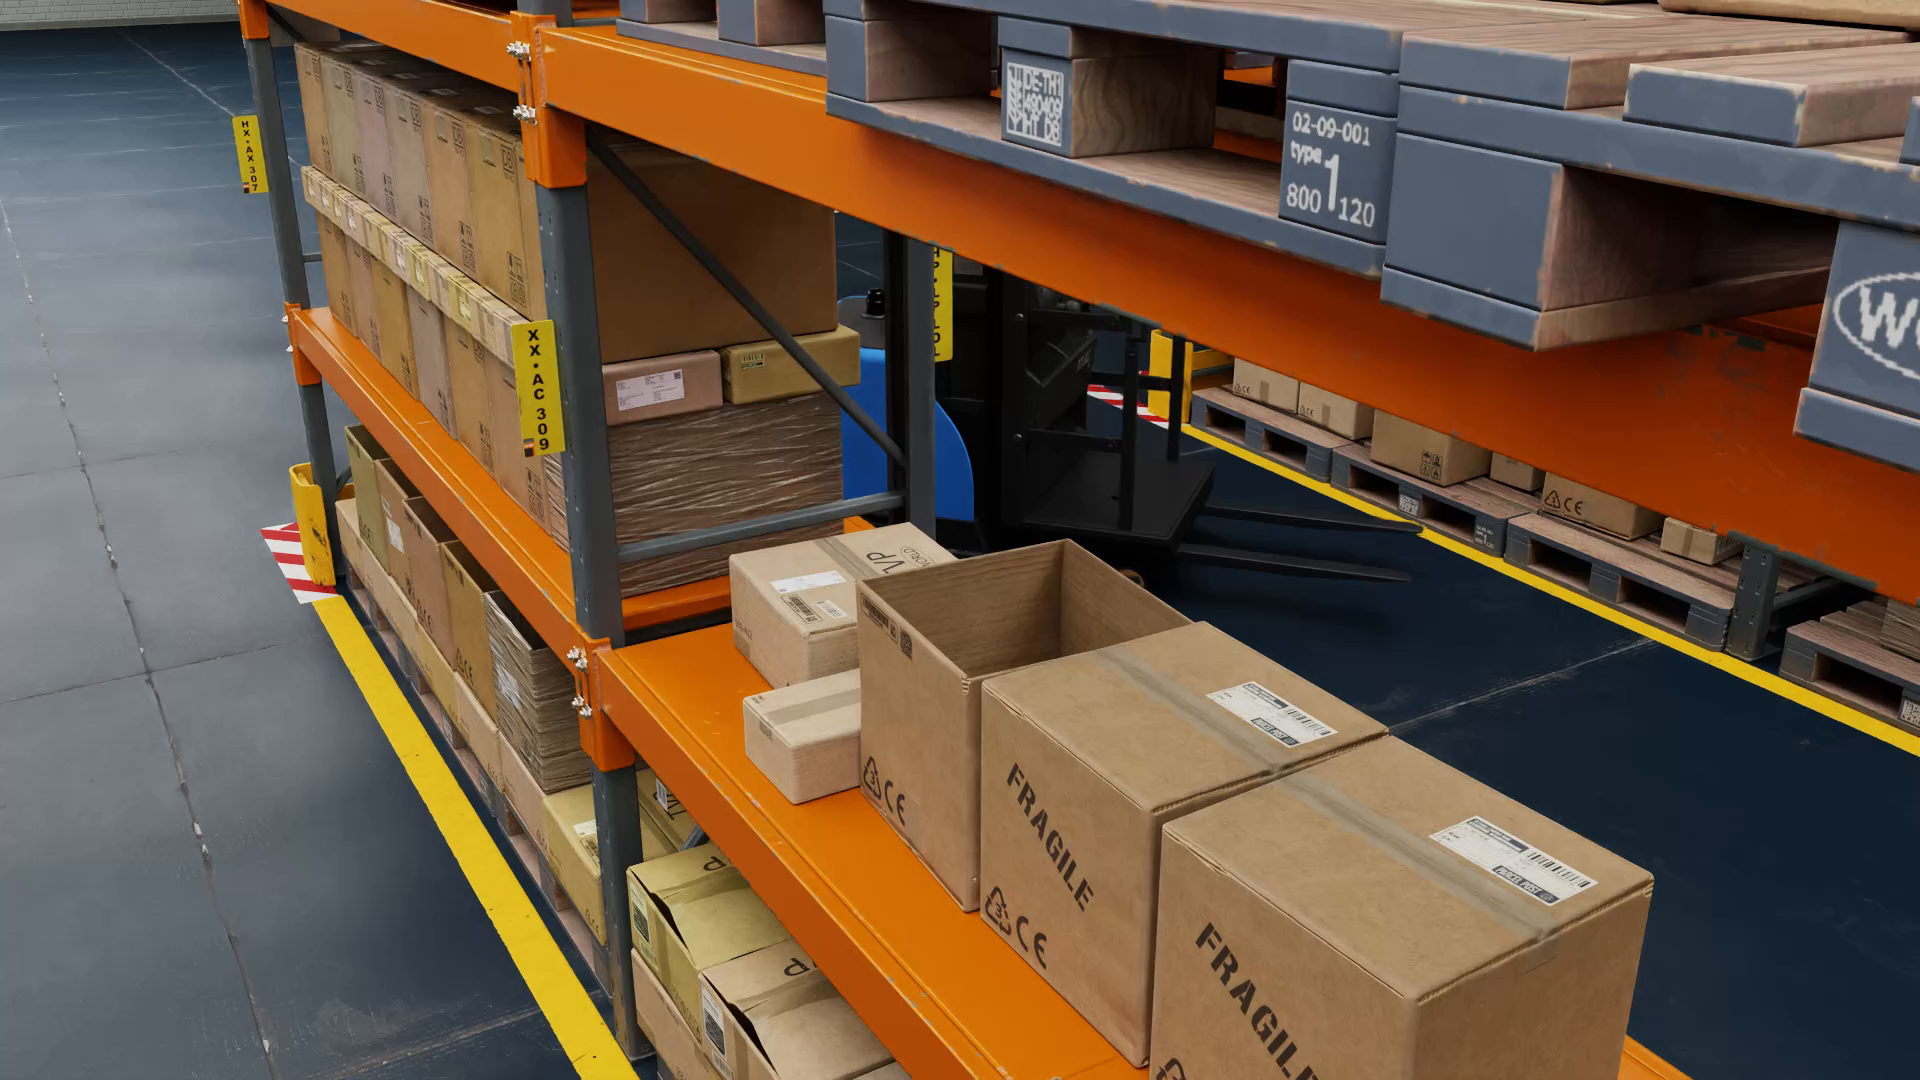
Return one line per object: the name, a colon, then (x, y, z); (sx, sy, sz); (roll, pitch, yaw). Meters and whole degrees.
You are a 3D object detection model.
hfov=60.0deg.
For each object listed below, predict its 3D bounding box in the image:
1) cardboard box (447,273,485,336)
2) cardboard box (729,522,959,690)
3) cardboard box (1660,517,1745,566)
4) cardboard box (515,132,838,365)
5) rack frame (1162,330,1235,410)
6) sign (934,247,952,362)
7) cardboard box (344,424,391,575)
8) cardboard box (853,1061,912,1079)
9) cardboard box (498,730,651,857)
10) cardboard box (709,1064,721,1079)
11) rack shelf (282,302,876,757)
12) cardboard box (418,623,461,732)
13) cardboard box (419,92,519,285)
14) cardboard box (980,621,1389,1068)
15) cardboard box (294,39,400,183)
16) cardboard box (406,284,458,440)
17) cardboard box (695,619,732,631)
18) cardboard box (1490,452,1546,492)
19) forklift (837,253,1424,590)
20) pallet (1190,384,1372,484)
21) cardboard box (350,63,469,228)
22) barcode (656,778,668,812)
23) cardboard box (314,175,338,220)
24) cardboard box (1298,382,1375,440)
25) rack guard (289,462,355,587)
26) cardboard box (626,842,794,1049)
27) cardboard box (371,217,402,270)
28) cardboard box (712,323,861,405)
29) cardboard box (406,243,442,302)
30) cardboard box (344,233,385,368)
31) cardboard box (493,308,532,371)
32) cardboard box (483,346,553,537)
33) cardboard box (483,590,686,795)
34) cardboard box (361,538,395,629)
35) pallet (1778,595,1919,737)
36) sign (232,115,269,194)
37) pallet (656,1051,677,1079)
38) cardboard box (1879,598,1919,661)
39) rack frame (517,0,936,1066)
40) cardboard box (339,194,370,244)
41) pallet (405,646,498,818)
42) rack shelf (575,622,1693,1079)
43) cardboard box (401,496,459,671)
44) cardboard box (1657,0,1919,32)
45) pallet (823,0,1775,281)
cardboard box: (-1.368, -0.752, 5.183); (0.380, 0.149, 0.250); (-13, 25, -28)
cardboard box: (-0.237, 0.192, 4.054); (0.500, 0.250, 0.500); (-11, 25, -25)
cardboard box: (3.431, -0.041, 7.607); (0.380, 0.166, 0.250); (-17, 27, -35)
cardboard box: (-0.759, -0.818, 4.485); (0.700, 0.500, 0.500); (-12, 25, -28)
rack frame: (1.687, -2.277, 9.930); (1.000, 3.000, 0.127); (-13, 25, -28)
sign: (-0.065, -0.635, 4.459); (0.100, 0.325, 0.005); (-13, 25, -28)
cardboard box: (-2.230, -0.213, 6.951); (0.500, 0.500, 0.500); (-13, 25, -28)
cardboard box: (-0.013, 1.303, 3.471); (0.500, 0.311, 0.500); (-14, 26, -30)
cardboard box: (-1.198, 0.779, 5.505); (0.500, 0.250, 0.500); (-13, 25, -28)
cardboard box: (-0.273, 1.395, 3.990); (0.500, 0.250, 0.500); (-12, 25, -27)
rack shelf: (-1.548, -0.342, 6.126); (1.077, 0.370, 4.000); (-13, 25, -28)
cardboard box: (-1.722, 0.458, 6.294); (0.500, 0.250, 0.500); (-13, 25, -28)
cardboard box: (-1.273, -1.144, 5.286); (0.700, 0.500, 0.500); (-13, 25, -28)
cardboard box: (0.377, 0.510, 2.941); (0.500, 0.500, 0.500); (-13, 25, -28)
cardboard box: (-2.315, -1.800, 6.900); (0.700, 0.500, 0.500); (-13, 25, -28)
cardboard box: (-1.549, -0.715, 5.955); (0.700, 0.500, 0.500); (-12, 25, -27)
cardboard box: (-0.494, 0.493, 5.212); (0.500, 0.500, 0.500); (-13, 25, -28)
cardboard box: (2.930, -0.387, 8.482); (0.380, 0.149, 0.250); (-15, 26, -32)
forklift: (0.655, -1.280, 7.569); (3.031, 2.935, 1.130); (7, 23, 18)
pallet: (2.110, -0.691, 9.731); (1.003, 0.211, 1.213); (-13, 25, -28)
cardboard box: (-1.784, -1.467, 6.083); (0.700, 0.500, 0.500); (-12, 25, -28)
barcode: (-0.754, 0.644, 4.204); (0.001, 0.075, 0.075); (-13, 25, -28)
cardboard box: (-2.417, -1.417, 6.819); (0.380, 0.149, 0.250); (-13, 26, -30)
cardboard box: (2.254, -0.810, 9.306); (0.500, 0.311, 0.500); (-10, 24, -24)
rack guard: (-2.582, -0.173, 8.073); (1.175, 0.500, 0.348); (-13, 25, -28)
cardboard box: (-0.529, 0.973, 4.283); (0.500, 0.311, 0.500); (-13, 25, -28)
cardboard box: (-1.895, -1.085, 6.003); (0.380, 0.149, 0.250); (-13, 25, -29)
cardboard box: (-0.497, -0.499, 4.562); (0.380, 0.149, 0.250); (-13, 25, -28)
cardboard box: (-1.635, -0.919, 5.594); (0.380, 0.149, 0.250); (-12, 25, -27)
cardboard box: (-2.070, -1.047, 6.770); (0.700, 0.500, 0.500); (-12, 25, -27)
cardboard box: (-1.110, -0.587, 4.777); (0.380, 0.149, 0.250); (-13, 26, -30)
cardboard box: (-1.034, -0.386, 5.146); (0.700, 0.500, 0.500); (-13, 25, -29)
cardboard box: (-1.197, 0.431, 5.364); (0.500, 0.500, 0.500); (-13, 25, -28)
cardboard box: (-2.228, 0.134, 7.093); (0.500, 0.250, 0.500); (-13, 25, -28)
pallet: (4.129, 0.561, 6.650); (1.003, 0.211, 1.213); (-13, 25, -28)
sign: (-3.050, -1.656, 7.147); (0.100, 0.325, 0.005); (-13, 25, -28)
pallet: (-0.117, 1.494, 4.354); (1.003, 0.211, 1.213); (-13, 25, -28)
cardboard box: (4.121, 0.207, 6.554); (0.700, 0.500, 0.500); (-12, 25, -26)
rack frame: (-0.526, -0.028, 4.397); (1.000, 3.000, 0.127); (-13, 25, -28)
cardboard box: (-2.164, -1.253, 6.417); (0.380, 0.149, 0.250); (-13, 26, -29)
pallet: (-1.524, 0.603, 6.548); (1.003, 0.211, 1.213); (-13, 25, -28)
rack shelf: (0.495, 0.952, 2.940); (1.077, 0.370, 4.000); (-13, 25, -28)
cardboard box: (-1.723, 0.111, 6.152); (0.500, 0.500, 0.500); (-13, 25, -28)
cardboard box: (0.953, -0.550, 1.340); (0.500, 0.250, 0.500); (-12, 25, -27)
pallet: (0.520, -0.599, 2.070); (1.003, 0.211, 1.213); (-11, 25, -26)
